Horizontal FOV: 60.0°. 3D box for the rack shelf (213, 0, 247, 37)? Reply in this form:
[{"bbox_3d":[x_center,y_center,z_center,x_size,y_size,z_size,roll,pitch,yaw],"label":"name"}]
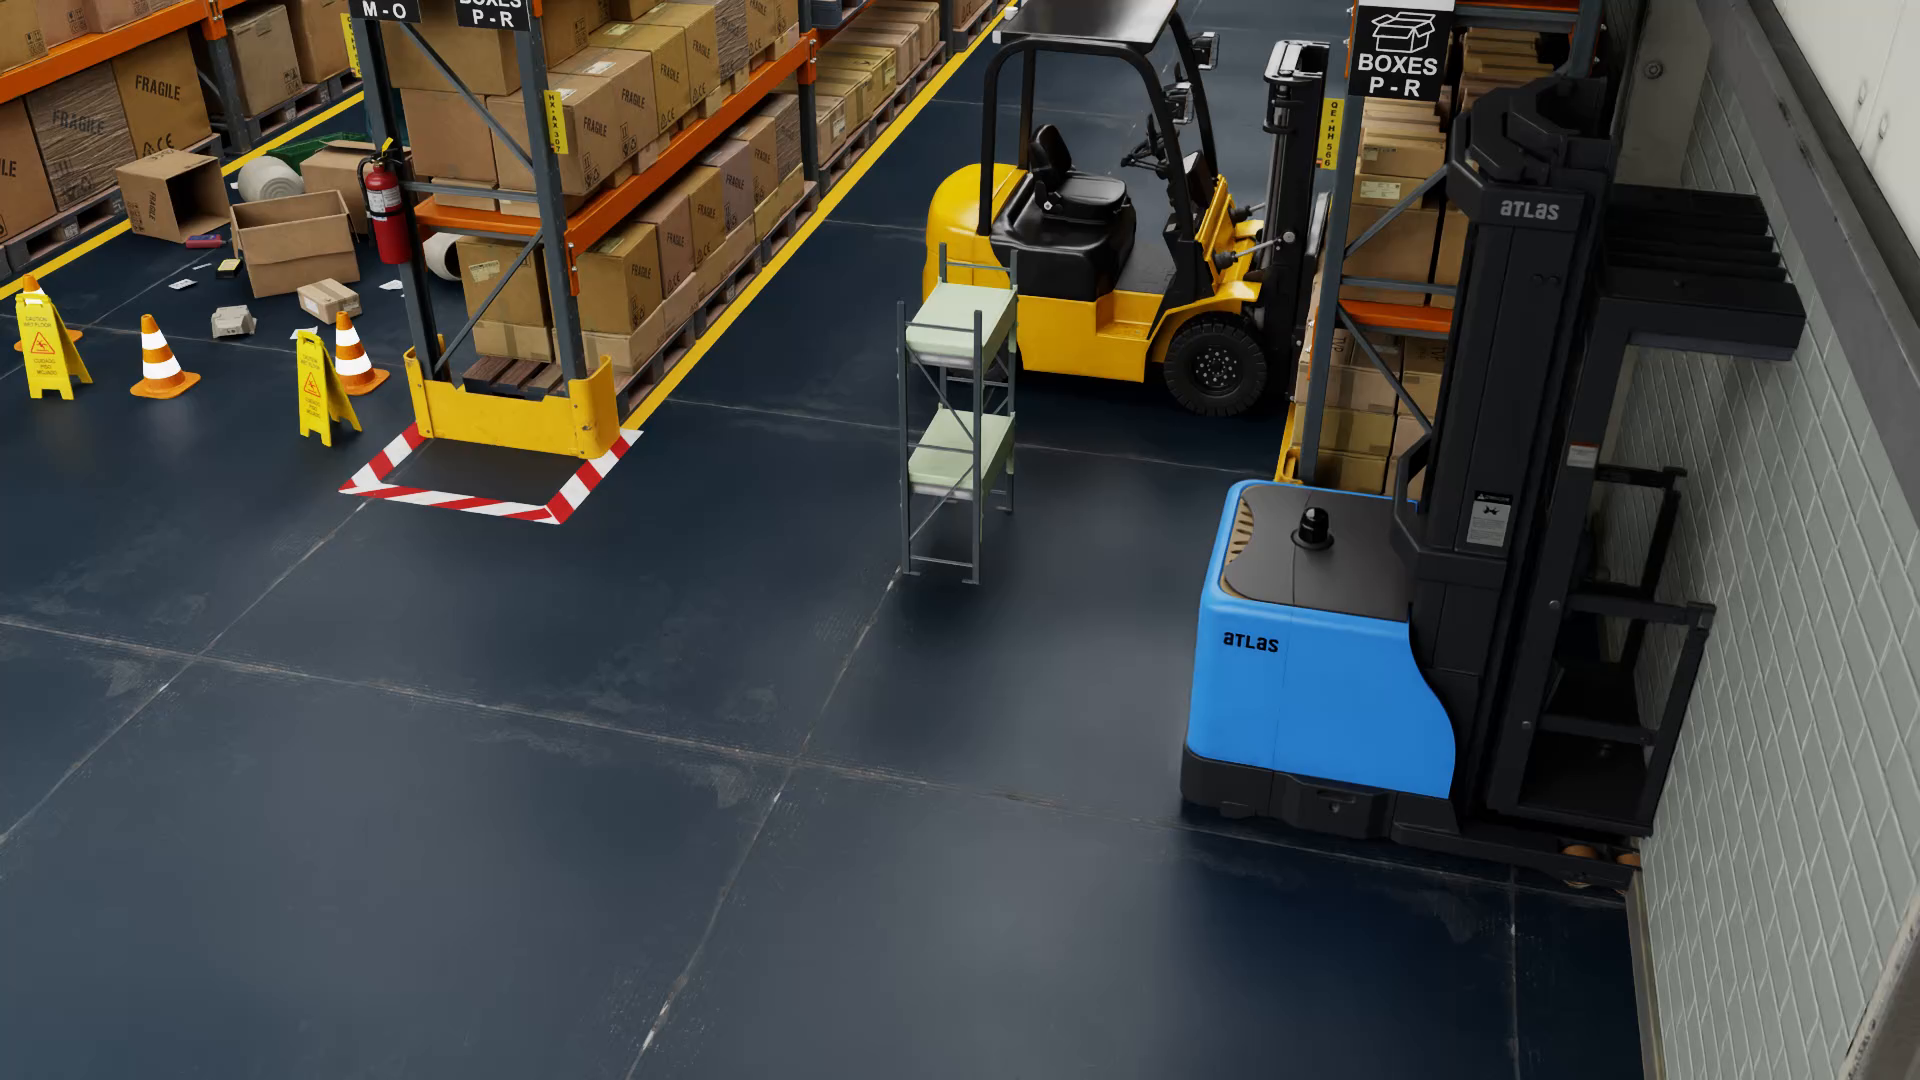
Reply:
[{"bbox_3d":[-5.886,-5.278,14.927,1.077,0.370,4.000,8,33,12],"label":"rack shelf"}]

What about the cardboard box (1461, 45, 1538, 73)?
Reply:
[{"bbox_3d":[2.919,-2.558,9.003,0.380,0.149,0.250,8,33,13],"label":"cardboard box"}]

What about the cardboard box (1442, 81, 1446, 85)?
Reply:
[{"bbox_3d":[2.476,-2.493,9.177,0.380,0.149,0.250,8,33,12],"label":"cardboard box"}]

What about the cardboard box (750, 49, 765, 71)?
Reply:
[{"bbox_3d":[-1.565,-3.353,11.462,0.380,0.149,0.250,8,33,13],"label":"cardboard box"}]

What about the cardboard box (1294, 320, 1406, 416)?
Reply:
[{"bbox_3d":[2.022,-0.893,8.598,0.500,0.250,0.500,9,34,14],"label":"cardboard box"}]

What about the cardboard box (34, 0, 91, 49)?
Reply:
[{"bbox_3d":[-6.845,-3.861,11.888,0.875,0.550,0.550,8,33,12],"label":"cardboard box"}]

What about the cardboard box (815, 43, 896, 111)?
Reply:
[{"bbox_3d":[-1.096,-3.997,14.300,0.950,0.372,0.625,9,34,14],"label":"cardboard box"}]

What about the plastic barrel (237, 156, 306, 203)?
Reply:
[{"bbox_3d":[-5.198,-2.659,12.538,0.421,0.421,0.512,-21,38,-29],"label":"plastic barrel"}]

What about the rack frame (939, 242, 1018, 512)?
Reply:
[{"bbox_3d":[0.091,-0.819,8.641,0.400,1.500,0.023,8,33,12],"label":"rack frame"}]

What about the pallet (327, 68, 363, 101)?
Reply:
[{"bbox_3d":[-5.963,-4.413,15.494,1.003,0.211,1.213,8,33,12],"label":"pallet"}]

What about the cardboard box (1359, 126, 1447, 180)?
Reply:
[{"bbox_3d":[2.094,-1.829,7.855,0.380,0.149,0.250,8,33,12],"label":"cardboard box"}]

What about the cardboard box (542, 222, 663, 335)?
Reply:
[{"bbox_3d":[-2.118,-1.573,9.901,0.500,0.500,0.500,7,33,11],"label":"cardboard box"}]

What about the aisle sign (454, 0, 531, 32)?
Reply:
[{"bbox_3d":[-2.311,-2.869,8.044,0.394,0.787,0.004,8,33,12],"label":"aisle sign"}]

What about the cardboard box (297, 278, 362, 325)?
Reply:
[{"bbox_3d":[-4.217,-1.598,11.125,0.380,0.149,0.250,28,42,36],"label":"cardboard box"}]

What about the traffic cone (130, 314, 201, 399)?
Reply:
[{"bbox_3d":[-4.894,-1.149,10.126,0.336,0.463,0.334,8,33,12],"label":"traffic cone"}]

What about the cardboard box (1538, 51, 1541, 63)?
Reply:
[{"bbox_3d":[3.255,-2.952,9.900,0.380,0.149,0.250,8,33,13],"label":"cardboard box"}]

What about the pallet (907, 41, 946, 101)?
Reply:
[{"bbox_3d":[-0.765,-4.416,15.499,1.003,0.211,1.213,8,33,12],"label":"pallet"}]

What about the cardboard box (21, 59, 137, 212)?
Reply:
[{"bbox_3d":[-6.846,-3.039,12.324,0.875,0.875,0.875,8,33,13],"label":"cardboard box"}]

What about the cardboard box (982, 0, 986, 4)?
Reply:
[{"bbox_3d":[-0.079,-6.088,17.119,0.875,0.875,0.875,8,33,13],"label":"cardboard box"}]

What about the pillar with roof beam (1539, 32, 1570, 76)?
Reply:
[{"bbox_3d":[0.614,-7.643,12.384,9.100,9.000,0.400,8,33,12],"label":"pillar with roof beam"}]

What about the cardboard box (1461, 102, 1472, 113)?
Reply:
[{"bbox_3d":[2.651,-2.029,8.171,0.380,0.149,0.250,9,33,13],"label":"cardboard box"}]

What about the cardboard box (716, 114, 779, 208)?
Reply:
[{"bbox_3d":[-1.598,-2.648,11.591,0.500,0.500,0.500,9,33,13],"label":"cardboard box"}]

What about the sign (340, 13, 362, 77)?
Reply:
[{"bbox_3d":[-3.127,-2.554,8.598,0.100,0.325,0.005,8,33,12],"label":"sign"}]

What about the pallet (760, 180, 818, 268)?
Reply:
[{"bbox_3d":[-1.717,-2.392,12.316,1.003,0.211,1.213,8,33,12],"label":"pallet"}]

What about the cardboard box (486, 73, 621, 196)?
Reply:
[{"bbox_3d":[-2.207,-2.222,9.079,0.500,0.500,0.500,8,33,12],"label":"cardboard box"}]

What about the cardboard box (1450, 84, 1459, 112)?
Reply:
[{"bbox_3d":[2.972,-2.230,9.368,0.500,0.500,0.500,9,33,13],"label":"cardboard box"}]

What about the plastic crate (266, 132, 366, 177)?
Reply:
[{"bbox_3d":[-5.171,-3.113,13.418,0.662,0.188,0.450,-28,32,-37],"label":"plastic crate"}]

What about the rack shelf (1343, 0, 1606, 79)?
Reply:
[{"bbox_3d":[2.714,-3.173,8.819,1.077,0.370,4.000,8,33,12],"label":"rack shelf"}]

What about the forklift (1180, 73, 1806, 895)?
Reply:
[{"bbox_3d":[2.497,-0.153,6.258,3.031,2.935,1.130,8,33,13],"label":"forklift"}]

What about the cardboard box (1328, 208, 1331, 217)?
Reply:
[{"bbox_3d":[2.541,-1.955,10.269,0.500,0.250,0.500,9,34,14],"label":"cardboard box"}]

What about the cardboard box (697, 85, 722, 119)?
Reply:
[{"bbox_3d":[-1.746,-2.813,10.613,0.380,0.149,0.250,8,33,13],"label":"cardboard box"}]

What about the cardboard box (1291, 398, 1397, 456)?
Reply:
[{"bbox_3d":[2.028,-0.695,8.754,0.500,0.250,0.500,8,33,12],"label":"cardboard box"}]

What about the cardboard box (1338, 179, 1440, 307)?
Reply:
[{"bbox_3d":[2.078,-1.506,8.230,0.500,0.500,0.500,7,33,11],"label":"cardboard box"}]

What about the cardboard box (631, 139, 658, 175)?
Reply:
[{"bbox_3d":[-2.004,-2.273,9.764,0.380,0.149,0.250,9,33,13],"label":"cardboard box"}]

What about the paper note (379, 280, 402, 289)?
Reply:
[{"bbox_3d":[-3.920,-1.770,11.517,0.148,0.019,0.142,20,38,29],"label":"paper note"}]

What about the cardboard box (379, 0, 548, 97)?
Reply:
[{"bbox_3d":[-2.677,-2.731,8.947,0.700,0.500,0.500,7,33,11],"label":"cardboard box"}]

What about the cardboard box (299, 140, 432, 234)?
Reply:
[{"bbox_3d":[-4.369,-2.593,12.233,0.797,0.637,0.503,8,33,12],"label":"cardboard box"}]

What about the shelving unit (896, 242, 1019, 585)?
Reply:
[{"bbox_3d":[-0.002,-0.629,8.342,0.431,1.500,0.755,8,33,12],"label":"shelving unit"}]

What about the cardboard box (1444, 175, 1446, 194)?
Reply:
[{"bbox_3d":[2.545,-1.766,8.034,0.380,0.149,0.250,8,33,12],"label":"cardboard box"}]

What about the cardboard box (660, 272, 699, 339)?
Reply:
[{"bbox_3d":[-1.986,-1.508,10.498,0.500,0.250,0.500,9,34,14],"label":"cardboard box"}]

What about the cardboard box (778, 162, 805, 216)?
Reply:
[{"bbox_3d":[-1.470,-2.596,12.208,0.500,0.250,0.500,10,34,15],"label":"cardboard box"}]

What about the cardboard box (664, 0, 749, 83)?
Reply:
[{"bbox_3d":[-1.704,-3.287,10.755,0.500,0.500,0.500,9,34,14],"label":"cardboard box"}]

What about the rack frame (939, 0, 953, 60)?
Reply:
[{"bbox_3d":[-0.565,-5.998,15.389,1.000,3.000,0.127,8,33,12],"label":"rack frame"}]

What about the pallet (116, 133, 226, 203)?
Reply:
[{"bbox_3d":[-6.663,-2.983,13.245,1.003,0.211,1.213,8,33,12],"label":"pallet"}]

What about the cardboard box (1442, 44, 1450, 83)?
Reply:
[{"bbox_3d":[2.477,-2.625,9.109,0.380,0.149,0.250,8,33,13],"label":"cardboard box"}]
